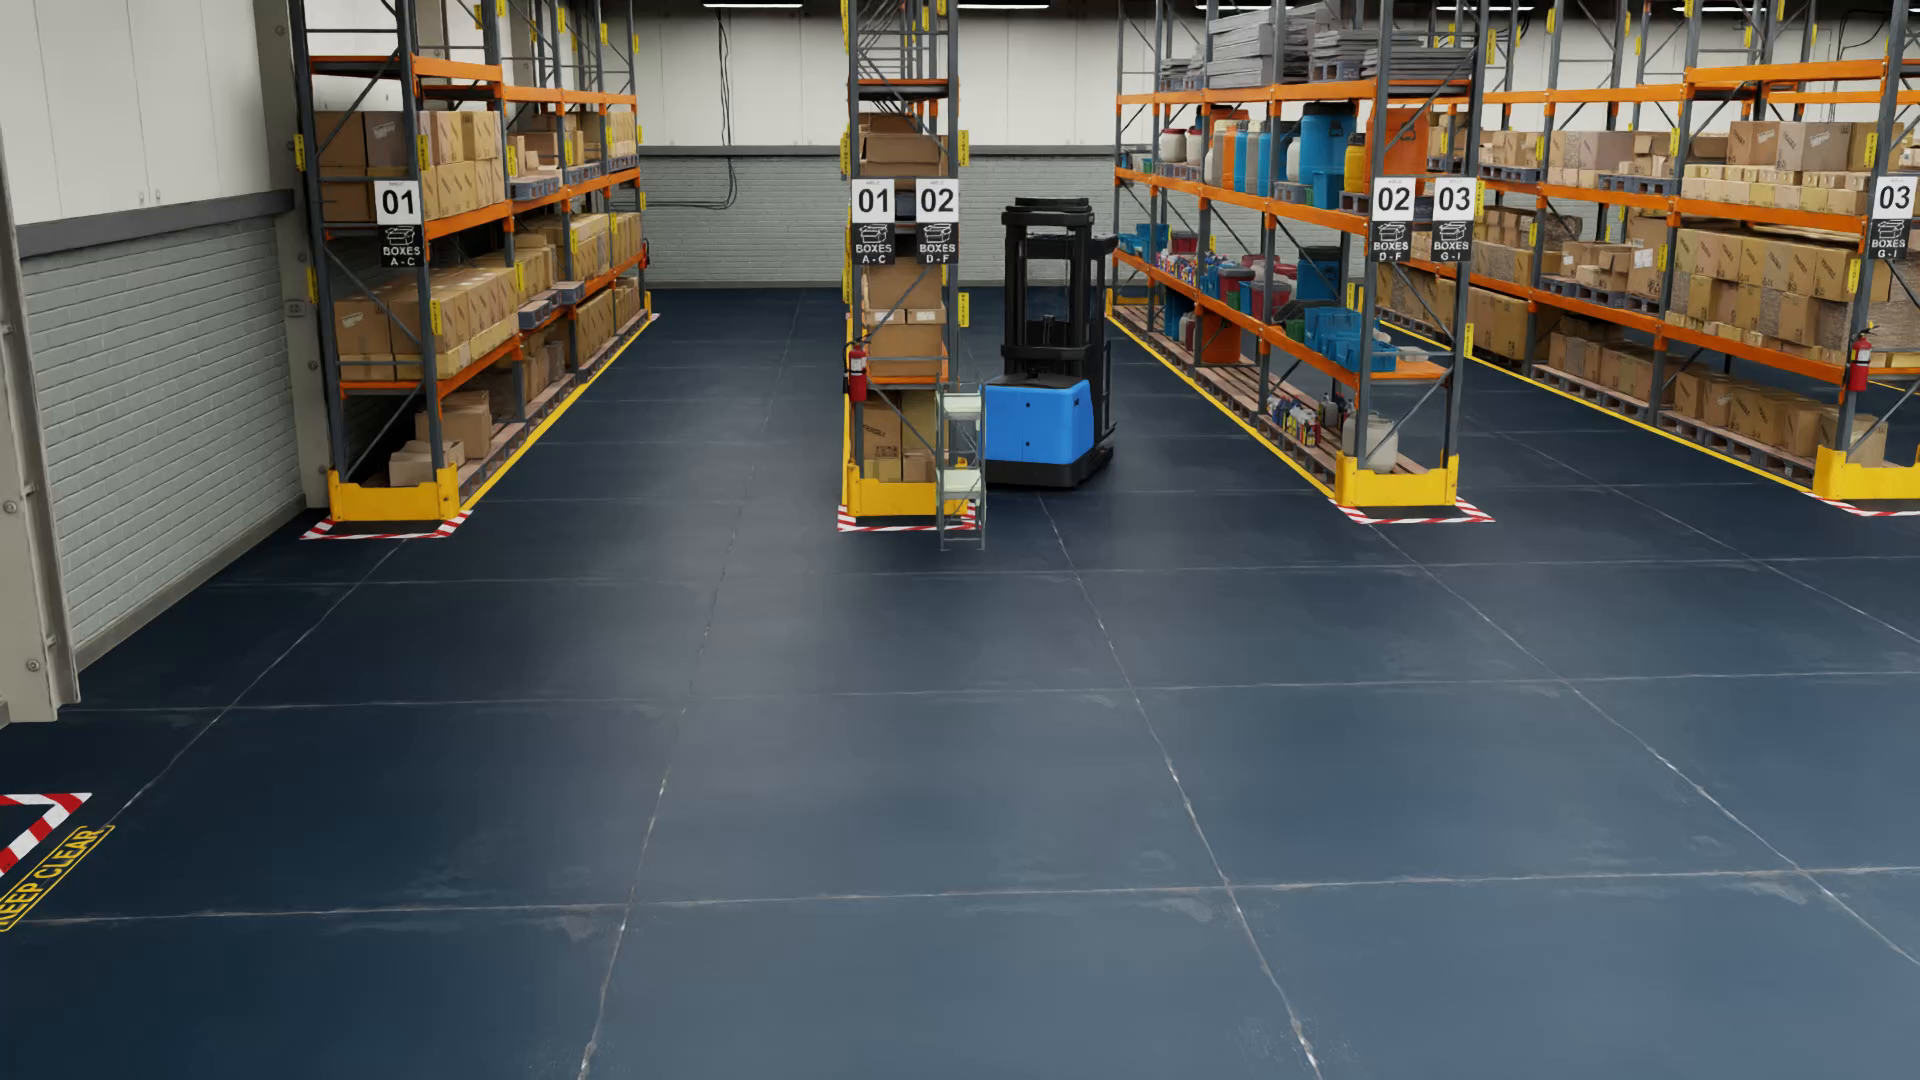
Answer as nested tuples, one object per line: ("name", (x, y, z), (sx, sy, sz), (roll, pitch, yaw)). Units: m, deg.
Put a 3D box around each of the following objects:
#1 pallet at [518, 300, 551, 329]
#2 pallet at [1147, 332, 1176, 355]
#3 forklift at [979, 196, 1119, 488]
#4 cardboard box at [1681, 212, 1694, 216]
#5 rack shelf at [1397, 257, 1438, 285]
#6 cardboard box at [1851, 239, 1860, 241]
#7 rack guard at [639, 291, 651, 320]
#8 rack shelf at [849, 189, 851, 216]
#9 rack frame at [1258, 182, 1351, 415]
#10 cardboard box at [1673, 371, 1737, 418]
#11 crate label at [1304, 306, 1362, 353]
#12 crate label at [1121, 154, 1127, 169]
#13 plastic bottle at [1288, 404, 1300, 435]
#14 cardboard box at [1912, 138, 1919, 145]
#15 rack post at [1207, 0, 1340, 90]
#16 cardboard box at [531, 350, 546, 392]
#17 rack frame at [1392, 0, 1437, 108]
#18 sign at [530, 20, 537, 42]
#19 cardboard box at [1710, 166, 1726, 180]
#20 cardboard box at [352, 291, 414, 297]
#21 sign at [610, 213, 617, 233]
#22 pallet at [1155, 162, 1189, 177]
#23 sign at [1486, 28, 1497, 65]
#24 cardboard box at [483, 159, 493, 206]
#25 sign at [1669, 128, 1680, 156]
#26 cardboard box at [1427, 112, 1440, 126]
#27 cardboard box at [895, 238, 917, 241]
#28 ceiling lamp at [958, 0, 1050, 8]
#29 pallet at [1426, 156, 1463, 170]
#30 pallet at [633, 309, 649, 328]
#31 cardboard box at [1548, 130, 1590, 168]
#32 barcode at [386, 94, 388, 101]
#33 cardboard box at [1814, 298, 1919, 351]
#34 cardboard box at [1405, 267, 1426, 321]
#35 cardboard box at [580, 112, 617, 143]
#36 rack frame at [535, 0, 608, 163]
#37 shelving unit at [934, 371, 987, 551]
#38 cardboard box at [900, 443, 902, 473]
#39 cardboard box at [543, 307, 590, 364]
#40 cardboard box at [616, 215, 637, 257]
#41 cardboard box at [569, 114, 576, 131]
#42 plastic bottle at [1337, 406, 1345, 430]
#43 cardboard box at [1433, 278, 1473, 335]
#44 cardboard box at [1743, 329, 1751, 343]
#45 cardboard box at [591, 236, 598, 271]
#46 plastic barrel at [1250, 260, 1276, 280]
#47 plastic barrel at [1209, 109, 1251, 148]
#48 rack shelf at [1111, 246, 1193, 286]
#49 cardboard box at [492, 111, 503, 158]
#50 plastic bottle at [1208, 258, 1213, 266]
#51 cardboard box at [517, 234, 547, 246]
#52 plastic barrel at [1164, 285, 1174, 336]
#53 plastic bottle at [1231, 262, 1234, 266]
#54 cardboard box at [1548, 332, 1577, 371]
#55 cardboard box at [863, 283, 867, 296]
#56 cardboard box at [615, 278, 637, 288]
("pallet", (-5.616, -2.757, 20.331), (1.003, 0.211, 1.213), (-1, 14, -3))
("pallet", (3.685, -3.257, 27.486), (1.003, 0.211, 1.213), (-1, 14, -3))
("forklift", (1.092, -2.282, 18.238), (1.130, 2.935, 3.031), (4, 15, 17))
("cardboard box", (13.225, -5.973, 29.642), (0.500, 0.500, 0.500), (-1, 14, -2))
("rack shelf", (8.498, -5.026, 30.206), (1.077, 0.370, 4.000), (-1, 14, -3))
("cardboard box", (13.339, -4.418, 24.868), (0.380, 0.149, 0.250), (-1, 15, -6))
("rack guard", (-6.459, -4.437, 31.493), (1.175, 0.500, 0.348), (-1, 14, -3))
("rack shelf", (-0.894, -4.337, 21.509), (1.077, 0.370, 4.000), (-1, 14, -3))
("rack frame", (4.174, -2.811, 20.154), (1.000, 3.000, 0.127), (-1, 14, -3))
("cardboard box", (9.102, -1.780, 20.321), (0.500, 0.500, 0.500), (-1, 14, -5))
("crate label", (4.038, -2.286, 18.046), (0.502, 0.435, 0.616), (-1, 14, -3))
("crate label", (3.165, -6.941, 30.486), (0.408, 0.251, 0.502), (-1, 14, -3))
("plastic bottle", (3.848, -1.381, 19.030), (0.144, 0.351, 0.185), (-1, 14, -4))
("cardboard box", (18.383, -7.546, 31.795), (0.500, 0.250, 0.500), (-2, 15, -9))
("rack post", (3.966, -6.301, 21.279), (1.013, 1.000, 3.121), (-1, 14, -3))
("cardboard box", (-5.890, -2.224, 22.006), (0.700, 0.500, 0.500), (-1, 14, -4))
("rack frame", (8.374, -8.777, 31.302), (1.000, 3.000, 0.127), (-1, 14, -3))
("sign", (-6.765, -8.079, 26.399), (0.100, 0.325, 0.005), (-1, 14, -3))
("cardboard box", (8.910, -4.241, 19.196), (0.380, 0.149, 0.250), (-1, 14, -3))
("cardboard box", (-5.729, -2.202, 16.546), (0.500, 0.500, 0.500), (-1, 14, -3))
("sign", (-5.669, -5.180, 27.200), (0.100, 0.325, 0.005), (-1, 14, -3))
("pallet", (3.825, -5.968, 26.784), (1.213, 0.211, 1.003), (-1, 14, -3))
("sign", (4.971, -4.627, 15.595), (0.100, 0.325, 0.005), (-1, 14, -3))
("cardboard box", (-5.417, -3.921, 18.208), (0.500, 0.500, 0.500), (-2, 15, -8))
("sign", (8.564, -4.771, 19.927), (0.100, 0.325, 0.005), (-1, 14, -3))
("cardboard box", (8.489, -7.485, 29.552), (0.500, 0.250, 0.500), (-1, 14, -5))
("cardboard box", (-0.673, -3.051, 18.285), (0.700, 0.500, 0.500), (-1, 14, -3))
("ceiling lamp", (0.818, -12.157, 32.725), (2.000, 3.185, 0.800), (-1, 14, -3))
("pallet", (8.582, -6.490, 28.612), (1.003, 0.211, 1.213), (-1, 14, -3))
("pallet", (-6.330, -4.094, 30.738), (1.003, 0.211, 1.213), (-1, 14, -3))
("cardboard box", (8.642, -5.504, 23.399), (0.500, 0.500, 0.500), (-1, 14, -3))
("barcode", (-6.057, -4.678, 17.579), (0.001, 0.075, 0.075), (-1, 14, -3))
("cardboard box", (9.359, -2.222, 17.068), (0.875, 0.500, 0.500), (-1, 14, -3))
("cardboard box", (8.605, -4.440, 29.909), (0.875, 0.875, 0.875), (-1, 14, -3))
("cardboard box", (-5.974, -6.824, 27.485), (0.500, 0.500, 0.500), (-1, 14, -4))
("rack frame", (-6.209, -7.553, 26.544), (1.000, 3.000, 0.127), (-1, 14, -3))
("shelving unit", (0.000, -0.725, 15.057), (0.431, 1.500, 0.755), (-1, 14, -3))
("cardboard box", (-0.368, -0.873, 17.299), (0.500, 0.250, 0.500), (-1, 14, -3))
("cardboard box", (-5.876, -3.000, 24.360), (0.750, 0.750, 0.750), (-1, 14, -4))
("cardboard box", (-6.360, -5.480, 29.926), (0.980, 0.700, 0.700), (-1, 14, -4))
("cardboard box", (-6.286, -6.504, 25.899), (0.500, 0.250, 0.500), (0, 14, 1))
("plastic bottle", (4.433, -1.416, 19.303), (0.061, 0.283, 0.133), (-1, 14, -3))
("cardboard box", (8.682, -3.892, 27.779), (1.225, 0.875, 0.875), (-1, 14, -3))
("cardboard box", (8.998, -2.273, 18.568), (0.380, 0.149, 0.250), (-1, 14, -3))
("cardboard box", (-5.829, -4.363, 25.348), (0.500, 0.500, 0.500), (0, 14, -2))
("plastic barrel", (4.203, -3.607, 23.025), (0.421, 0.512, 0.421), (0, 14, 0))
("plastic barrel", (3.894, -5.811, 24.089), (0.600, 0.830, 0.708), (-1, 14, -3))
("rack shelf", (3.555, -4.949, 29.909), (1.077, 0.370, 4.000), (-1, 14, -3))
("cardboard box", (-5.412, -4.532, 18.578), (0.500, 0.500, 0.500), (-2, 15, -8))
("plastic bottle", (3.979, -4.331, 26.321), (0.097, 0.271, 0.097), (0, 14, 0))
("cardboard box", (-5.910, -4.143, 22.946), (0.380, 0.149, 0.250), (-3, 15, -11))
("plastic barrel", (3.695, -3.852, 27.569), (0.600, 0.901, 0.708), (-1, 14, -3))
("plastic bottle", (4.185, -4.115, 25.481), (0.097, 0.271, 0.097), (0, 14, 0))
("cardboard box", (8.931, -2.718, 23.927), (0.700, 0.500, 0.500), (-2, 15, -6))
("cardboard box", (-0.882, -2.774, 18.508), (0.380, 0.149, 0.250), (-1, 14, -5))
("cardboard box", (-6.108, -4.684, 30.306), (0.380, 0.149, 0.250), (0, 14, -2))
